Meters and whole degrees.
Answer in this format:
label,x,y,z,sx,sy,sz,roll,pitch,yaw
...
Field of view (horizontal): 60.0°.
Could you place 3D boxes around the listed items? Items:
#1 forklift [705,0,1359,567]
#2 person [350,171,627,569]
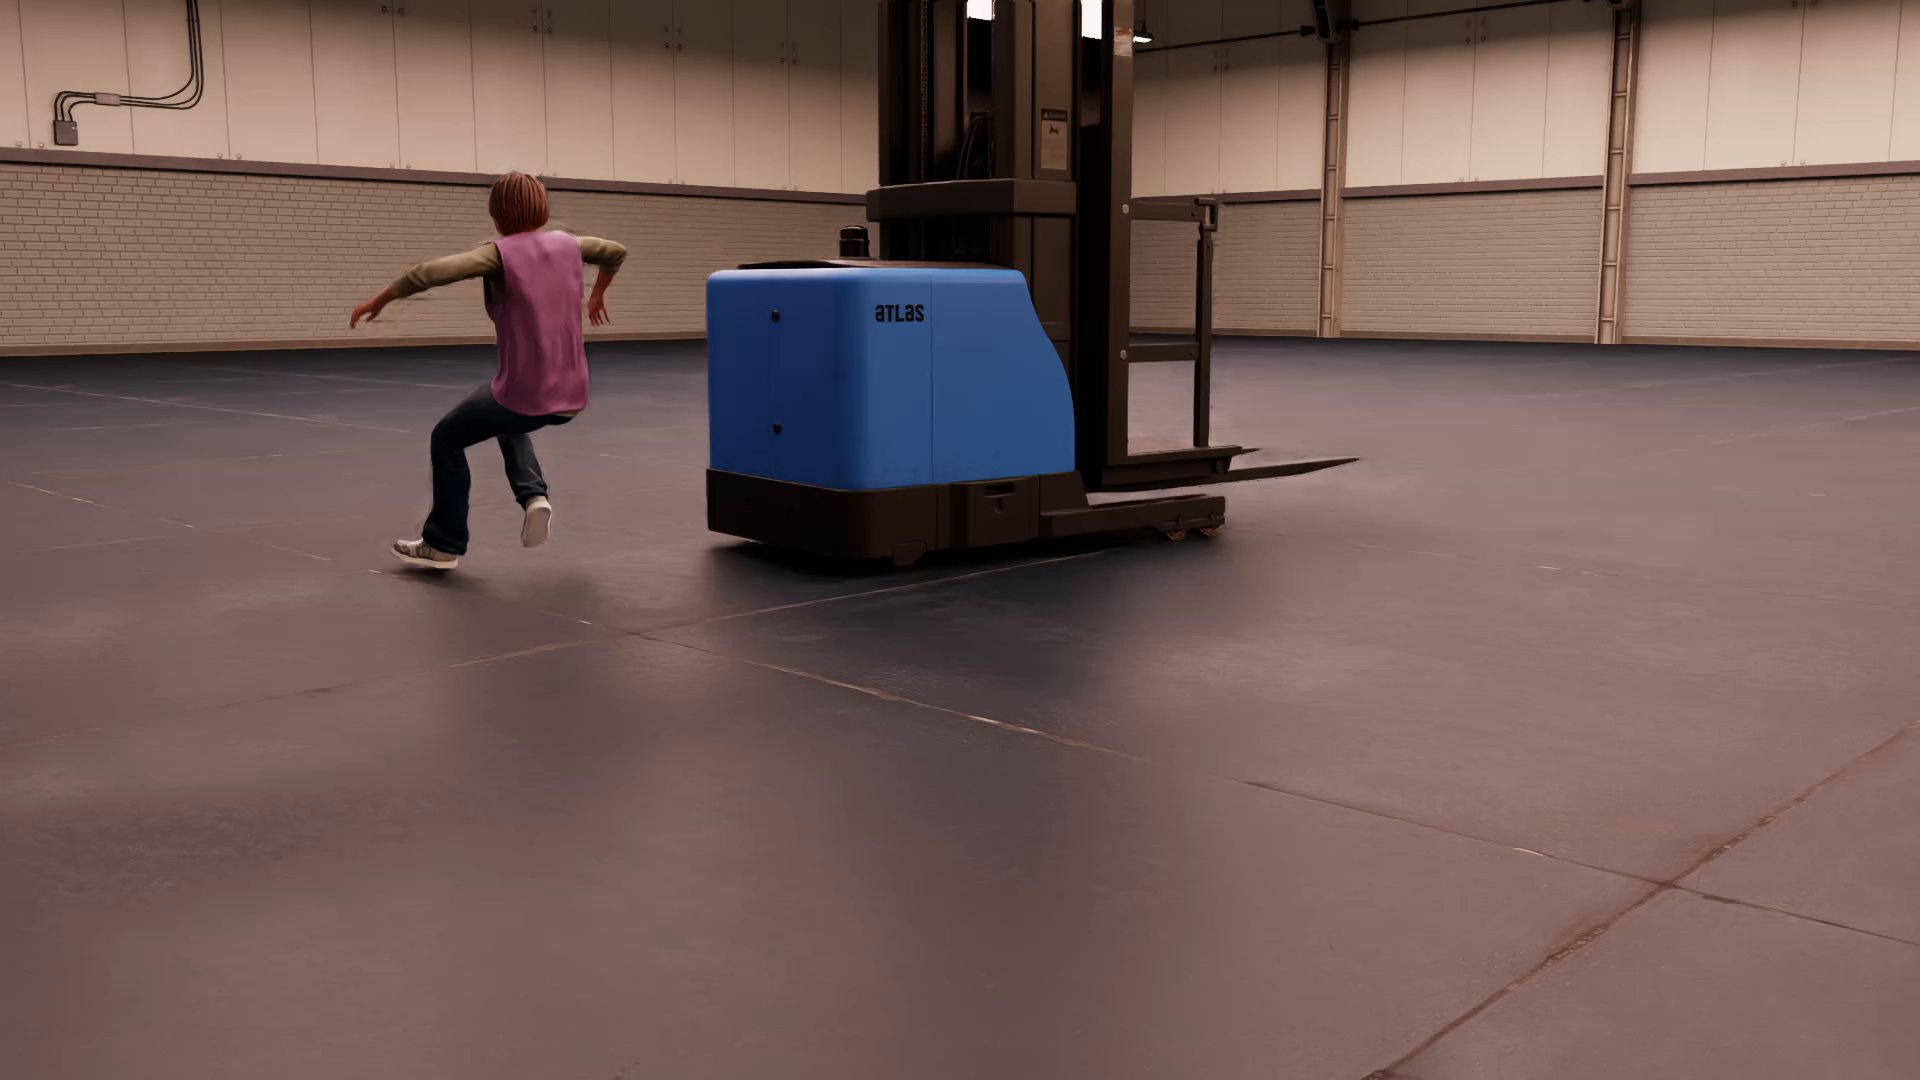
label,x,y,z,sx,sy,sz,roll,pitch,yaw
forklift,0.473,-1.507,6.881,3.031,2.935,1.130,-7,11,-38
person,-1.661,-0.588,5.901,0.757,1.393,0.998,7,11,37
